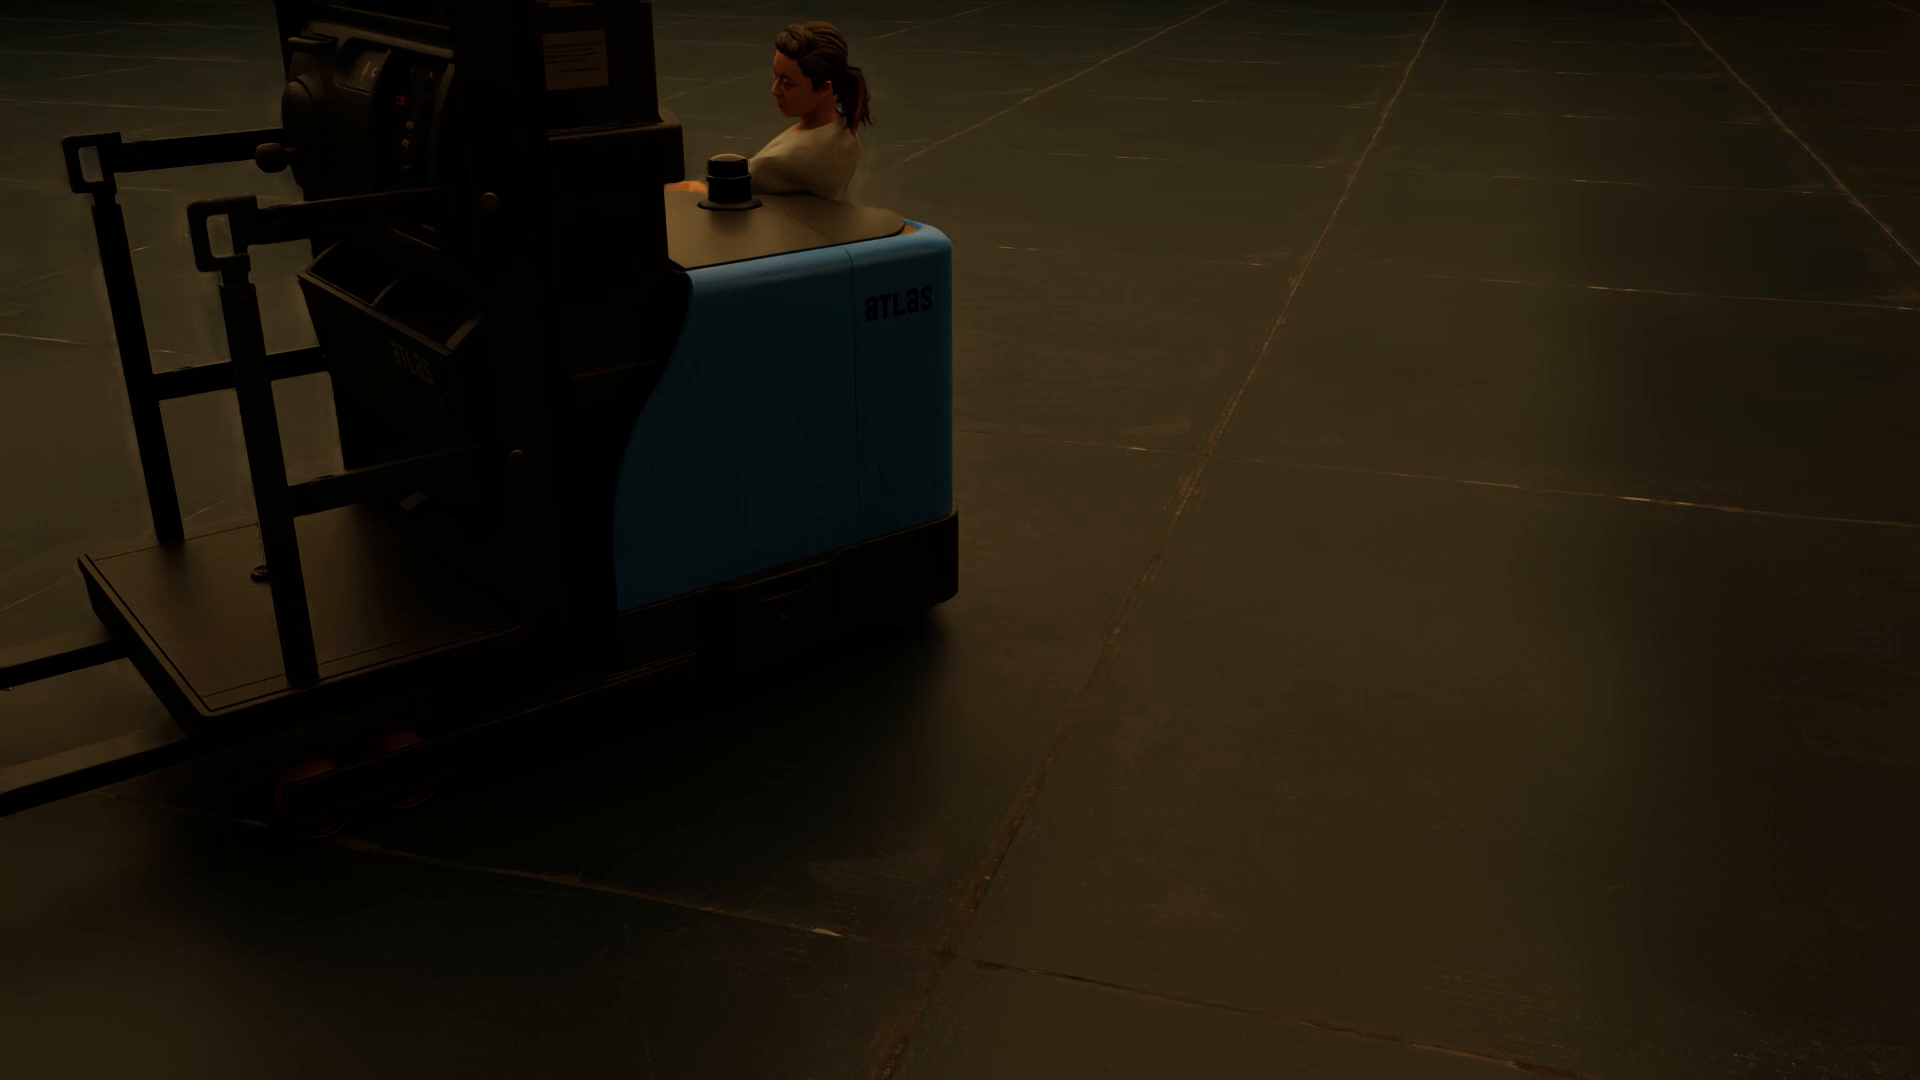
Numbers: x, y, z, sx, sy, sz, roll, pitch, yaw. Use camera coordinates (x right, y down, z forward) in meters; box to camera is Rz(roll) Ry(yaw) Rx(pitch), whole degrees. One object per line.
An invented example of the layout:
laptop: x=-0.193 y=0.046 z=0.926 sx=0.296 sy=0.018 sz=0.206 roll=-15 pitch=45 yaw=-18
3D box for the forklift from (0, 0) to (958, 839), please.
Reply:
forklift: x=-1.473 y=-0.942 z=3.561 sx=3.031 sy=2.935 sz=1.130 roll=-17 pitch=28 yaw=-35

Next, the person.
person: x=-0.554 y=-0.735 z=4.864 sx=0.776 sy=1.533 sz=0.766 roll=0 pitch=22 yaw=-1
